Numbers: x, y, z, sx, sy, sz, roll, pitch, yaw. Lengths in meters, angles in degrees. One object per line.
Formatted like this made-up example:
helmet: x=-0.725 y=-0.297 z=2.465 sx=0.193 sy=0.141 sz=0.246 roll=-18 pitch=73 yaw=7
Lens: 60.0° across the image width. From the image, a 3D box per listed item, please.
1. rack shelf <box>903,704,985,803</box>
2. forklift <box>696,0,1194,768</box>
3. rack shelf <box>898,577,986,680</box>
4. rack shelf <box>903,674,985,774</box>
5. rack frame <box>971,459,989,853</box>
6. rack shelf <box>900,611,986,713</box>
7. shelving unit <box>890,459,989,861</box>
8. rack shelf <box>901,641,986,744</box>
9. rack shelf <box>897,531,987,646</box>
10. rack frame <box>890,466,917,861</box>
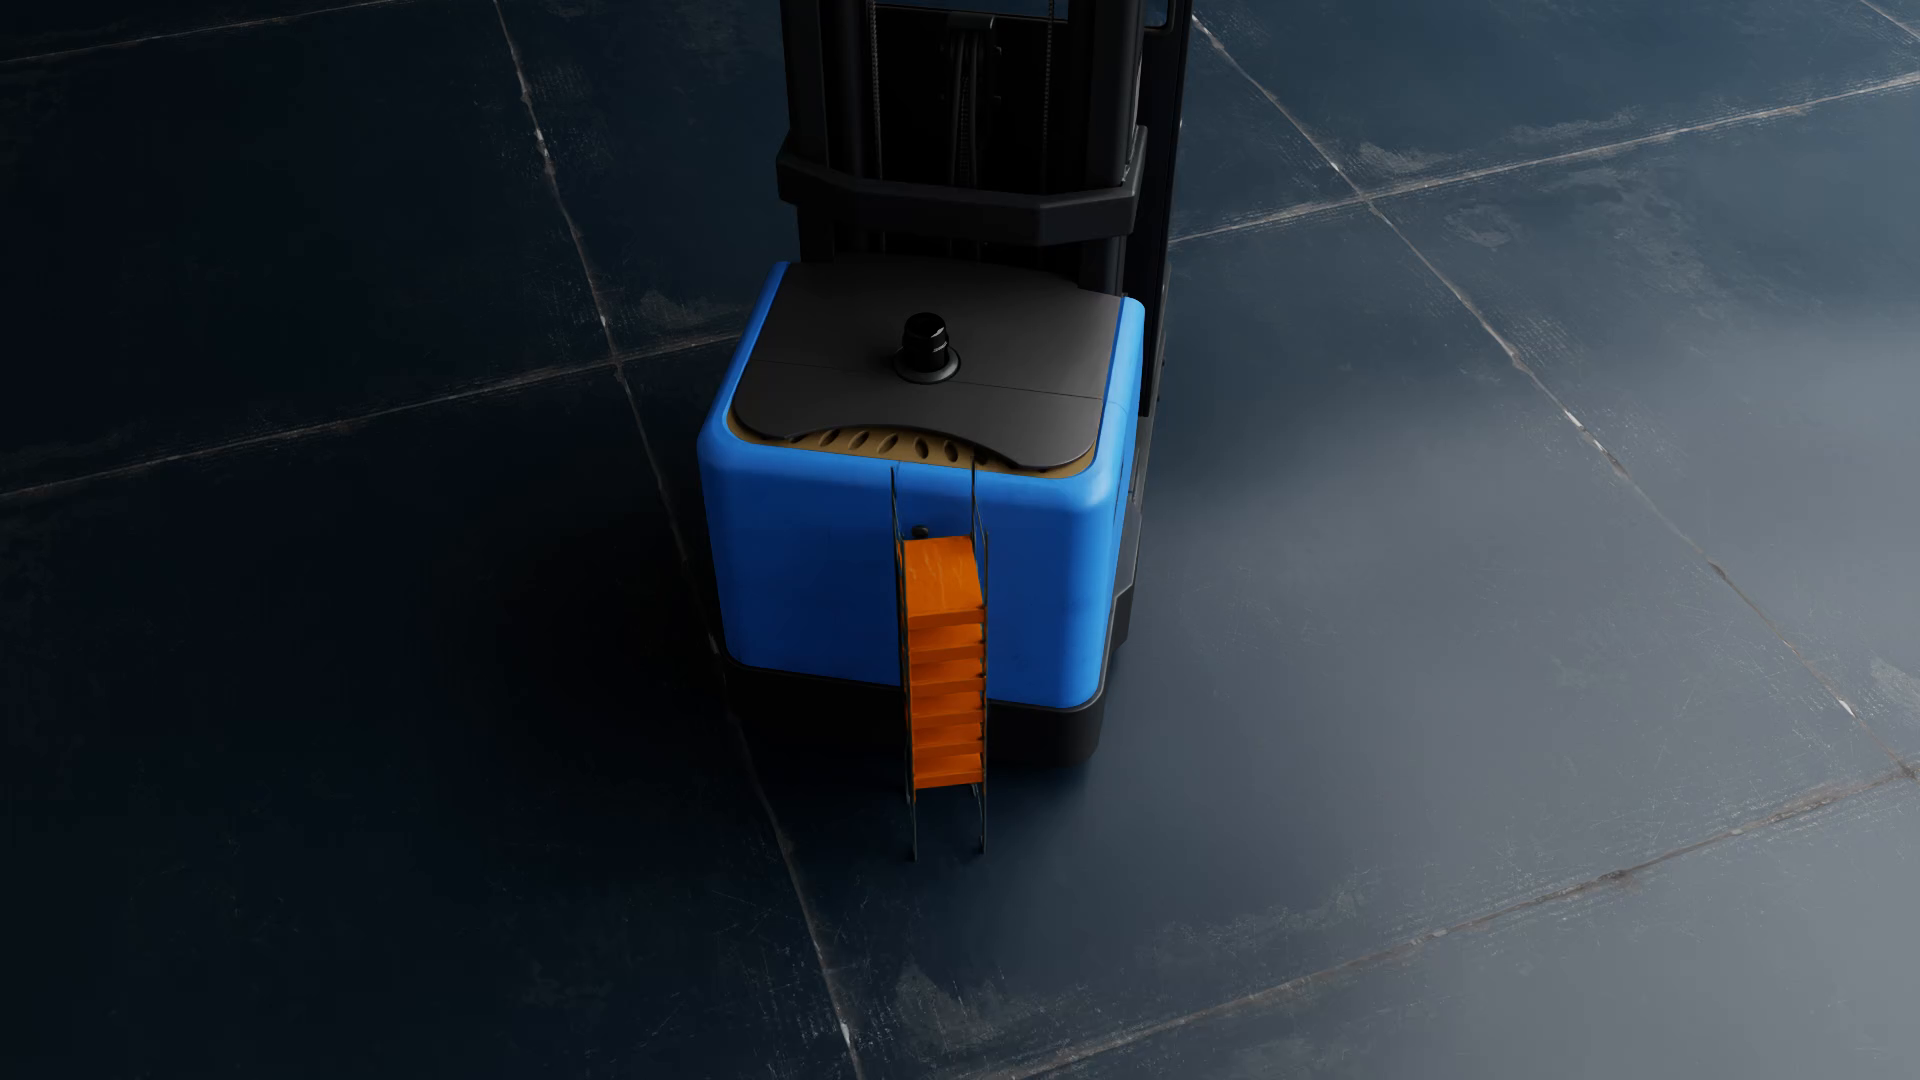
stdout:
rack shelf: x=-0.043 y=0.534 z=4.271 sx=0.180 sy=0.103 sz=0.258 roll=-6 pitch=45 yaw=-5
forklift: x=0.109 y=-1.472 z=4.647 sx=1.130 sy=2.935 sz=3.031 roll=7 pitch=46 yaw=7
rack shelf: x=-0.045 y=0.196 z=3.931 sx=0.180 sy=0.103 sz=0.258 roll=-6 pitch=45 yaw=-5
rack shelf: x=-0.044 y=0.450 z=4.186 sx=0.180 sy=0.103 sz=0.258 roll=-6 pitch=45 yaw=-5
rack frame: x=0.047 y=0.325 z=4.078 sx=0.006 sy=1.200 sz=0.240 roll=-6 pitch=45 yaw=-5
rack shelf: x=-0.044 y=0.280 z=4.016 sx=0.180 sy=0.103 sz=0.258 roll=-6 pitch=45 yaw=-5
shelving unit: x=-0.044 y=0.334 z=4.070 sx=0.189 sy=1.200 sz=0.258 roll=-6 pitch=45 yaw=-5
rack shelf: x=-0.044 y=0.365 z=4.101 sx=0.180 sy=0.103 sz=0.258 roll=-6 pitch=45 yaw=-5
rack shelf: x=-0.045 y=0.111 z=3.846 sx=0.180 sy=0.103 sz=0.258 roll=-6 pitch=45 yaw=-5
rack frame: x=-0.135 y=0.342 z=4.062 sx=0.006 sy=1.200 sz=0.240 roll=-6 pitch=45 yaw=-5
